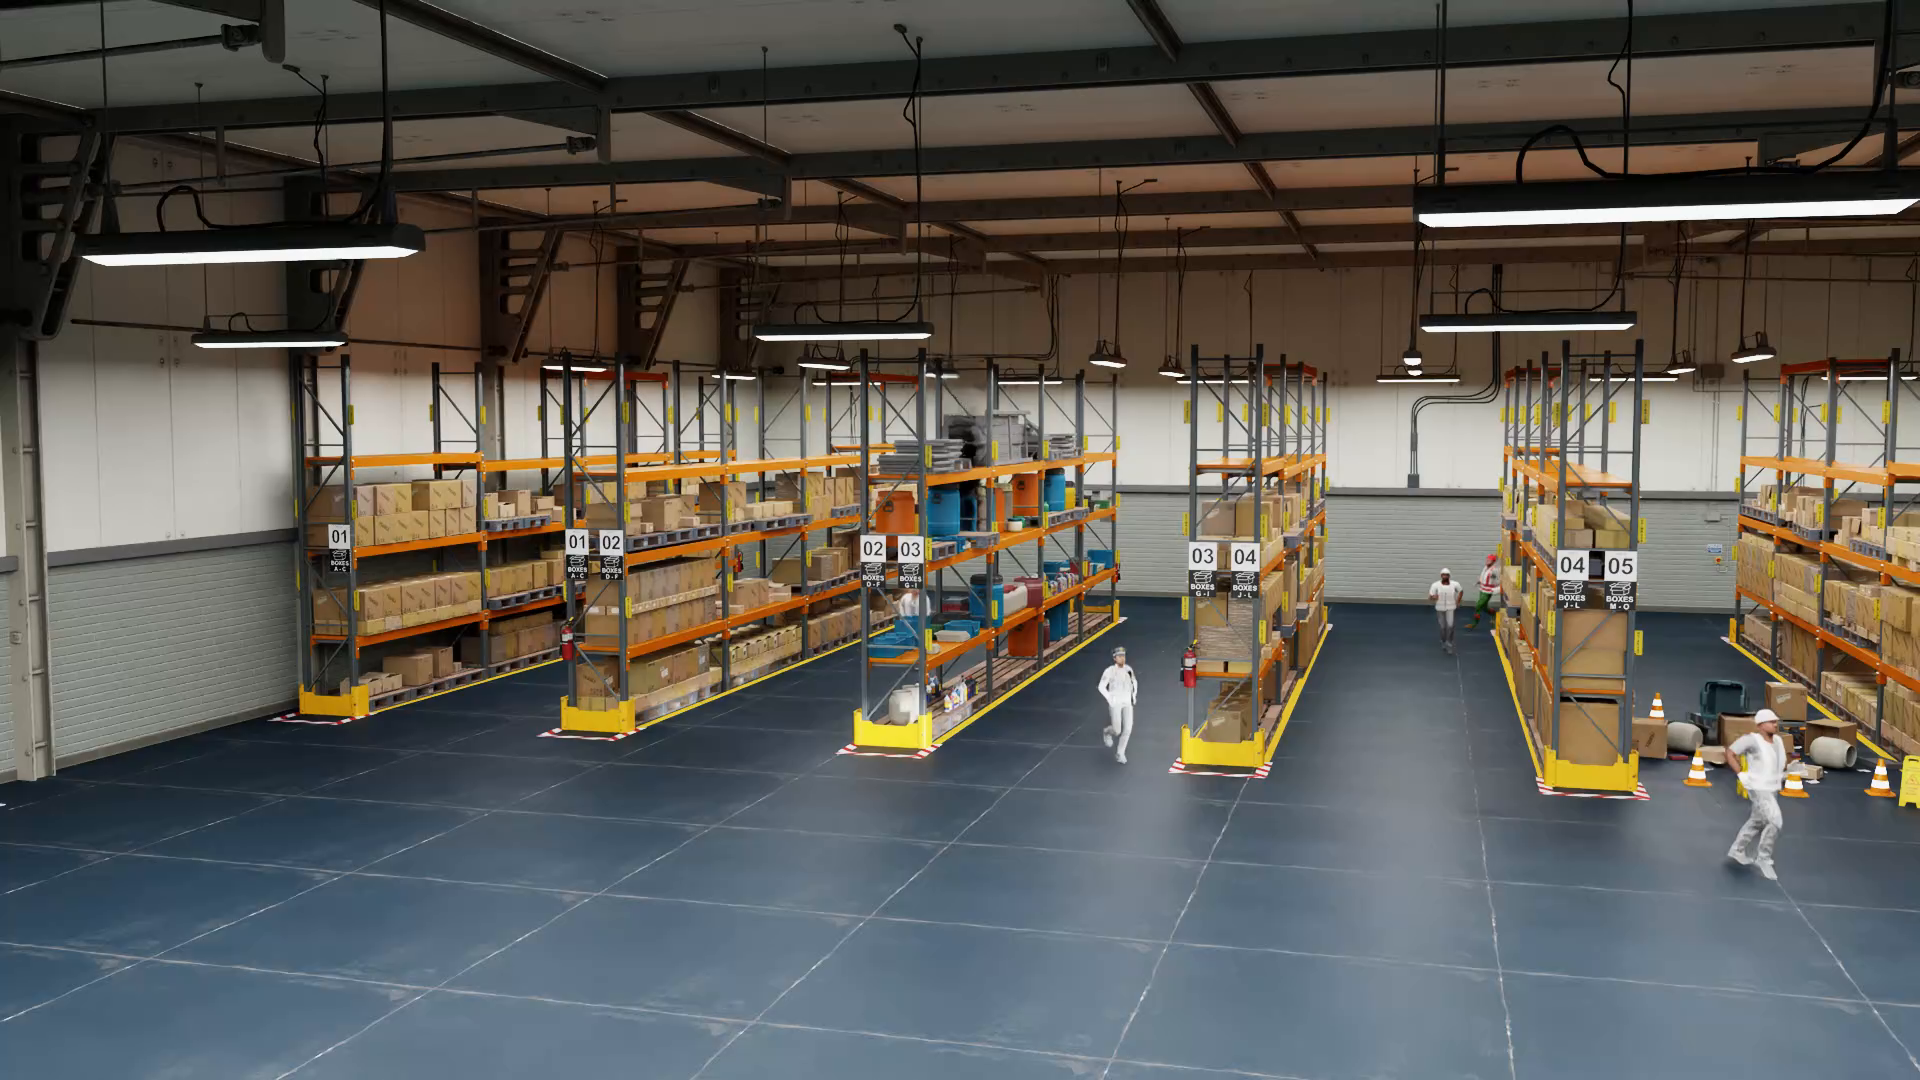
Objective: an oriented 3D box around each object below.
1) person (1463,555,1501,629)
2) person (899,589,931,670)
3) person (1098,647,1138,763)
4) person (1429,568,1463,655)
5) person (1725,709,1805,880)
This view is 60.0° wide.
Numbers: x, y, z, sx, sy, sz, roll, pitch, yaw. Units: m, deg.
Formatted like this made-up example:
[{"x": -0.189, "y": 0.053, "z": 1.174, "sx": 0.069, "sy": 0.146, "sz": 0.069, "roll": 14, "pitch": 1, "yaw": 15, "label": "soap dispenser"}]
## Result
[{"x": 12.298, "y": 1.204, "z": 38.790, "sx": 0.972, "sy": 1.745, "sz": 0.717, "roll": -1, "pitch": 4, "yaw": -14, "label": "person"}, {"x": -0.899, "y": 1.681, "z": 32.527, "sx": 0.678, "sy": 1.745, "sz": 0.808, "roll": 1, "pitch": 4, "yaw": 9, "label": "person"}, {"x": 2.321, "y": 2.380, "z": 24.222, "sx": 0.627, "sy": 1.672, "sz": 0.606, "roll": -1, "pitch": 5, "yaw": -18, "label": "person"}, {"x": 10.234, "y": 1.502, "z": 35.065, "sx": 0.672, "sy": 1.824, "sz": 0.762, "roll": 2, "pitch": 5, "yaw": 21, "label": "person"}, {"x": 8.774, "y": 2.760, "z": 18.157, "sx": 0.655, "sy": 1.841, "sz": 0.776, "roll": -3, "pitch": 5, "yaw": -35, "label": "person"}]
